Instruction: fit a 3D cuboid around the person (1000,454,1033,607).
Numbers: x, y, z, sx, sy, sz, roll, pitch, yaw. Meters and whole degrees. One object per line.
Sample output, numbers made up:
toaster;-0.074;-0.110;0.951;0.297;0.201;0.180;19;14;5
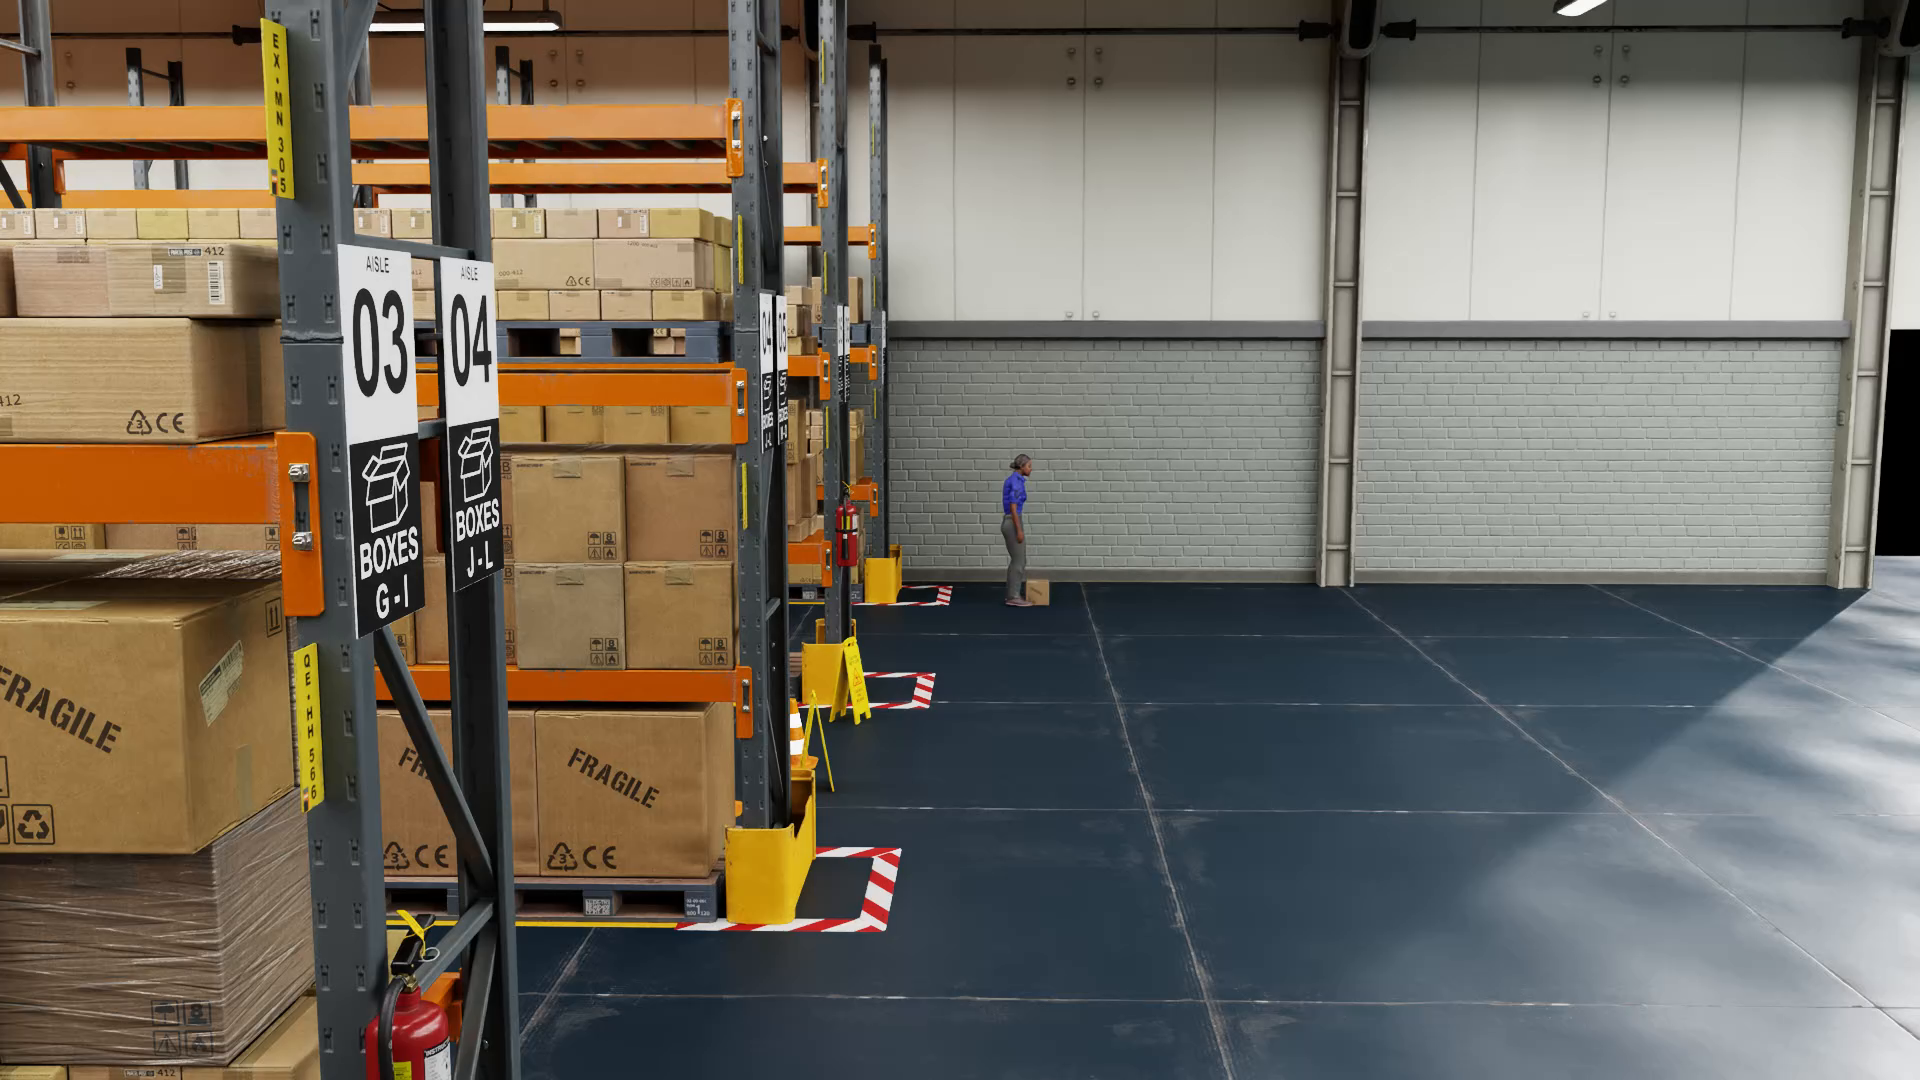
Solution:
person;0.620;-0.118;18.219;0.348;1.653;0.512;0;7;-1
